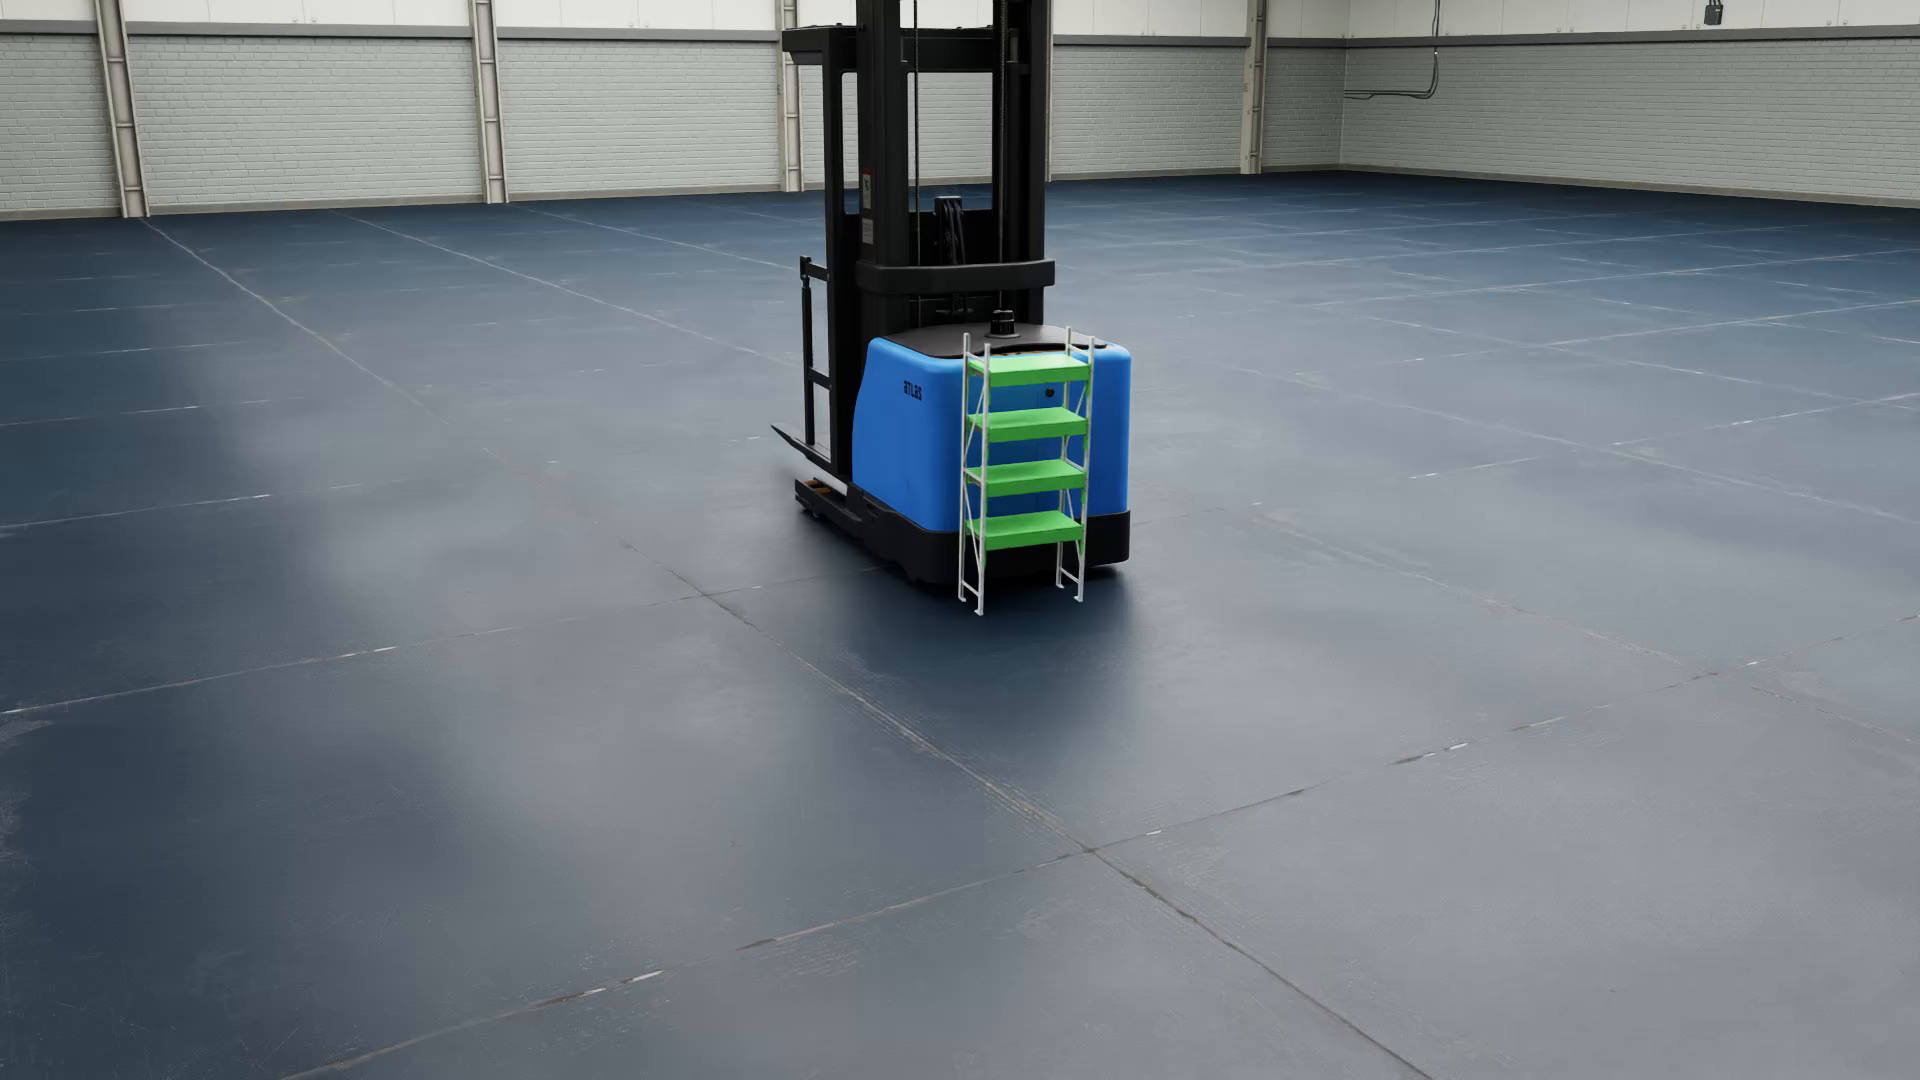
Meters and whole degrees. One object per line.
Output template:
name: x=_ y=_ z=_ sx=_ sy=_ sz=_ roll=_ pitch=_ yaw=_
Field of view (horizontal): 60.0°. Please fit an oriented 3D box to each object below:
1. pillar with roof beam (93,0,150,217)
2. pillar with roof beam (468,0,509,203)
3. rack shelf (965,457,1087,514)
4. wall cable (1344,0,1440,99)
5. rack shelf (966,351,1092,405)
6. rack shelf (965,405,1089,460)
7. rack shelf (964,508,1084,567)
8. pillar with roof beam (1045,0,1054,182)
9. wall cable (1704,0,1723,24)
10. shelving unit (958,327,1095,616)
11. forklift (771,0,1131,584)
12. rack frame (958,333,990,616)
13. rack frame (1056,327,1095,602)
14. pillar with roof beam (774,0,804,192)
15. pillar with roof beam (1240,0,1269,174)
pillar with roof beam: x=-11.459 y=-8.710 z=22.833 sx=0.400 sy=9.000 sz=9.100 roll=-9 pitch=18 yaw=-30
pillar with roof beam: x=-6.316 y=-9.545 z=25.808 sx=0.400 sy=9.000 sz=9.100 roll=-9 pitch=18 yaw=-30
rack shelf: x=0.281 y=-0.241 z=7.281 sx=0.480 sy=0.148 sz=0.258 roll=-7 pitch=20 yaw=-22
wall cable: x=10.103 y=-11.651 z=39.076 sx=0.112 sy=2.526 sz=3.097 roll=-9 pitch=18 yaw=-30
rack shelf: x=0.291 y=-0.697 z=7.129 sx=0.480 sy=0.148 sz=0.258 roll=-7 pitch=20 yaw=-22
rack shelf: x=0.286 y=-0.469 z=7.205 sx=0.480 sy=0.148 sz=0.258 roll=-7 pitch=20 yaw=-22
rack shelf: x=0.277 y=-0.014 z=7.356 sx=0.480 sy=0.148 sz=0.258 roll=-7 pitch=20 yaw=-22
pillar with roof beam: x=3.970 y=-11.213 z=31.759 sx=0.400 sy=9.000 sz=9.100 roll=-9 pitch=18 yaw=-30
wall cable: x=14.978 y=-12.585 z=30.354 sx=0.169 sy=6.003 sz=2.305 roll=-9 pitch=18 yaw=-30
shelving unit: x=0.283 y=-0.302 z=7.260 sx=0.503 sy=1.200 sz=0.258 roll=-7 pitch=20 yaw=-22
forklift: x=-0.245 y=-1.566 z=8.586 sx=1.130 sy=2.935 sz=3.031 roll=-7 pitch=17 yaw=-22
rack frame: x=0.058 y=-0.276 z=7.168 sx=0.015 sy=1.200 sz=0.240 roll=-7 pitch=20 yaw=-22
rack frame: x=0.507 y=-0.328 z=7.353 sx=0.015 sy=1.200 sz=0.240 roll=-7 pitch=20 yaw=-22
pillar with roof beam: x=-1.173 y=-10.379 z=28.783 sx=0.400 sy=9.000 sz=9.100 roll=-9 pitch=18 yaw=-30
pillar with roof beam: x=9.113 y=-12.047 z=34.734 sx=0.400 sy=9.000 sz=9.100 roll=-9 pitch=18 yaw=-30
